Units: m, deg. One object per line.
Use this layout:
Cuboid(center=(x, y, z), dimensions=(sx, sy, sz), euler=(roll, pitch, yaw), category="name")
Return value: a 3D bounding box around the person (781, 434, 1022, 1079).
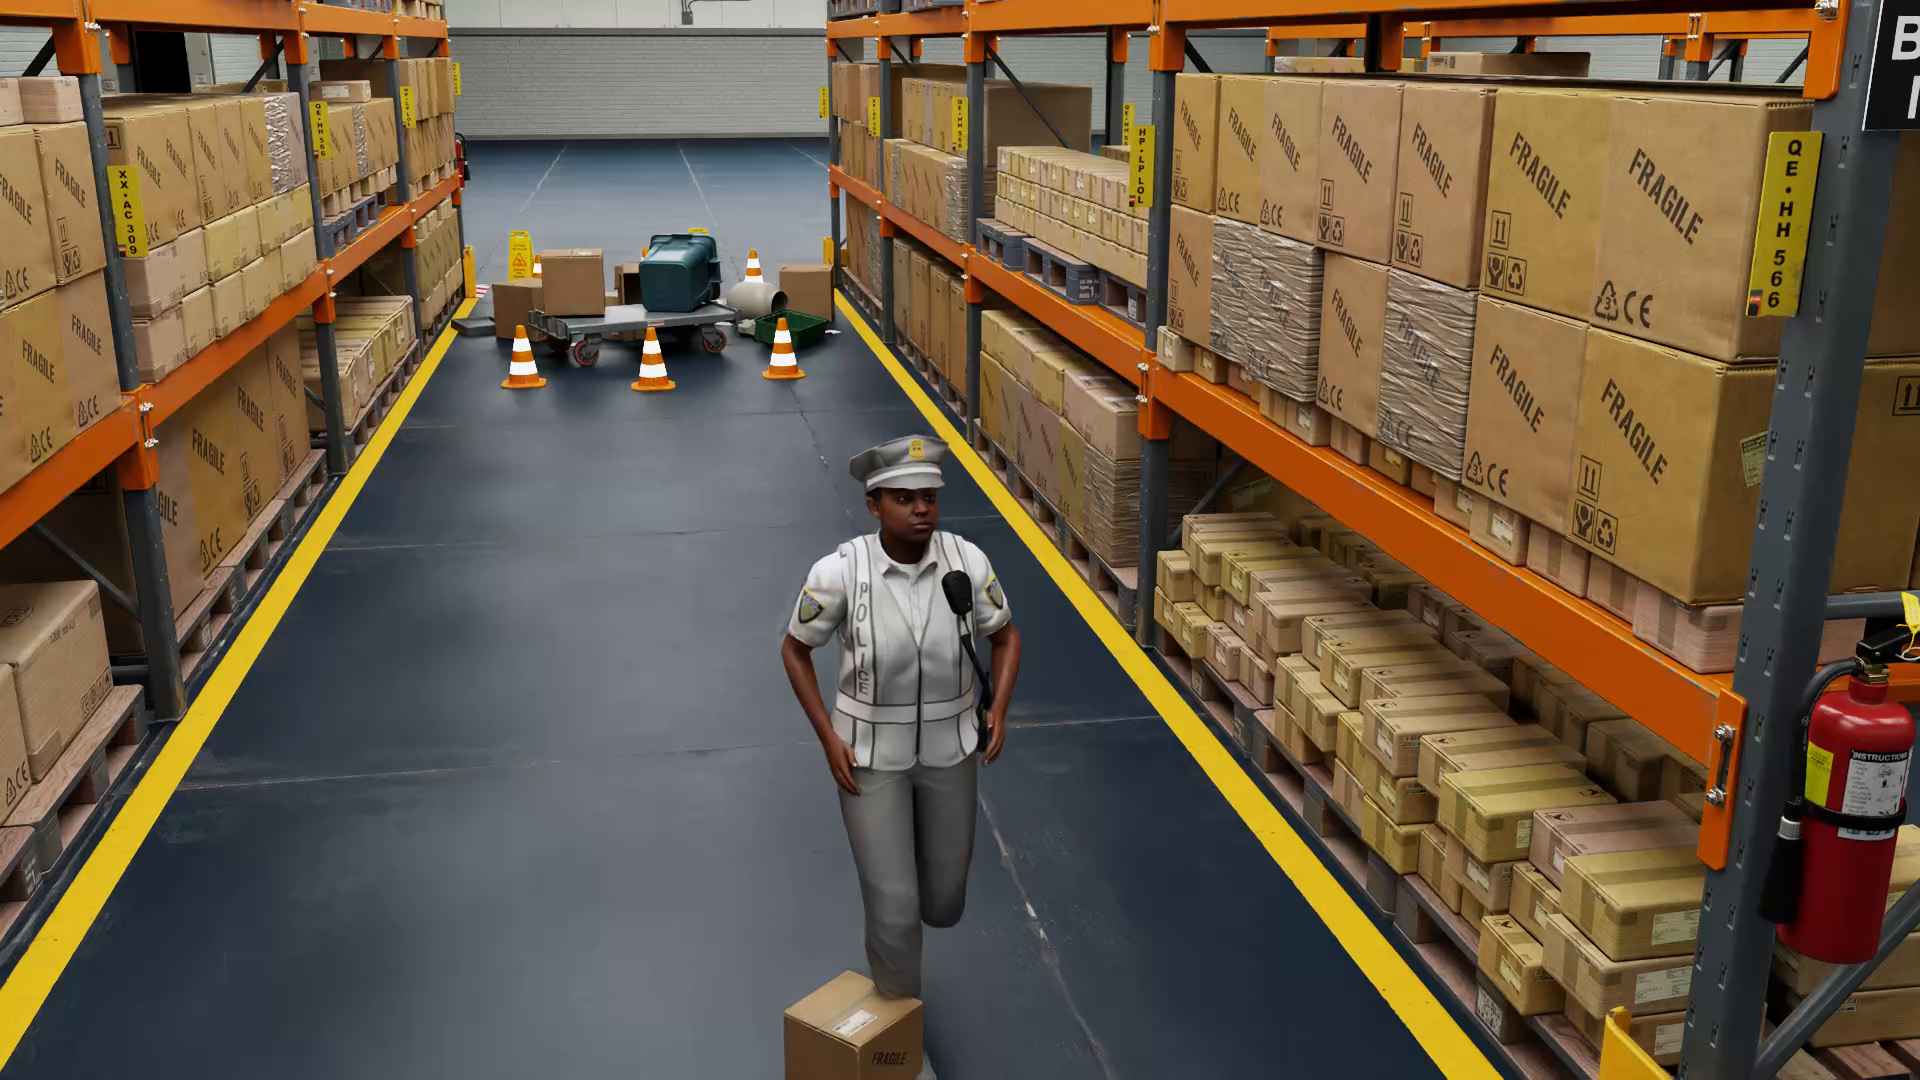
Cuboid(center=(-0.137, 0.525, 4.249), dimensions=(0.606, 1.672, 0.673), euler=(-5, 17, -16), category="person")
